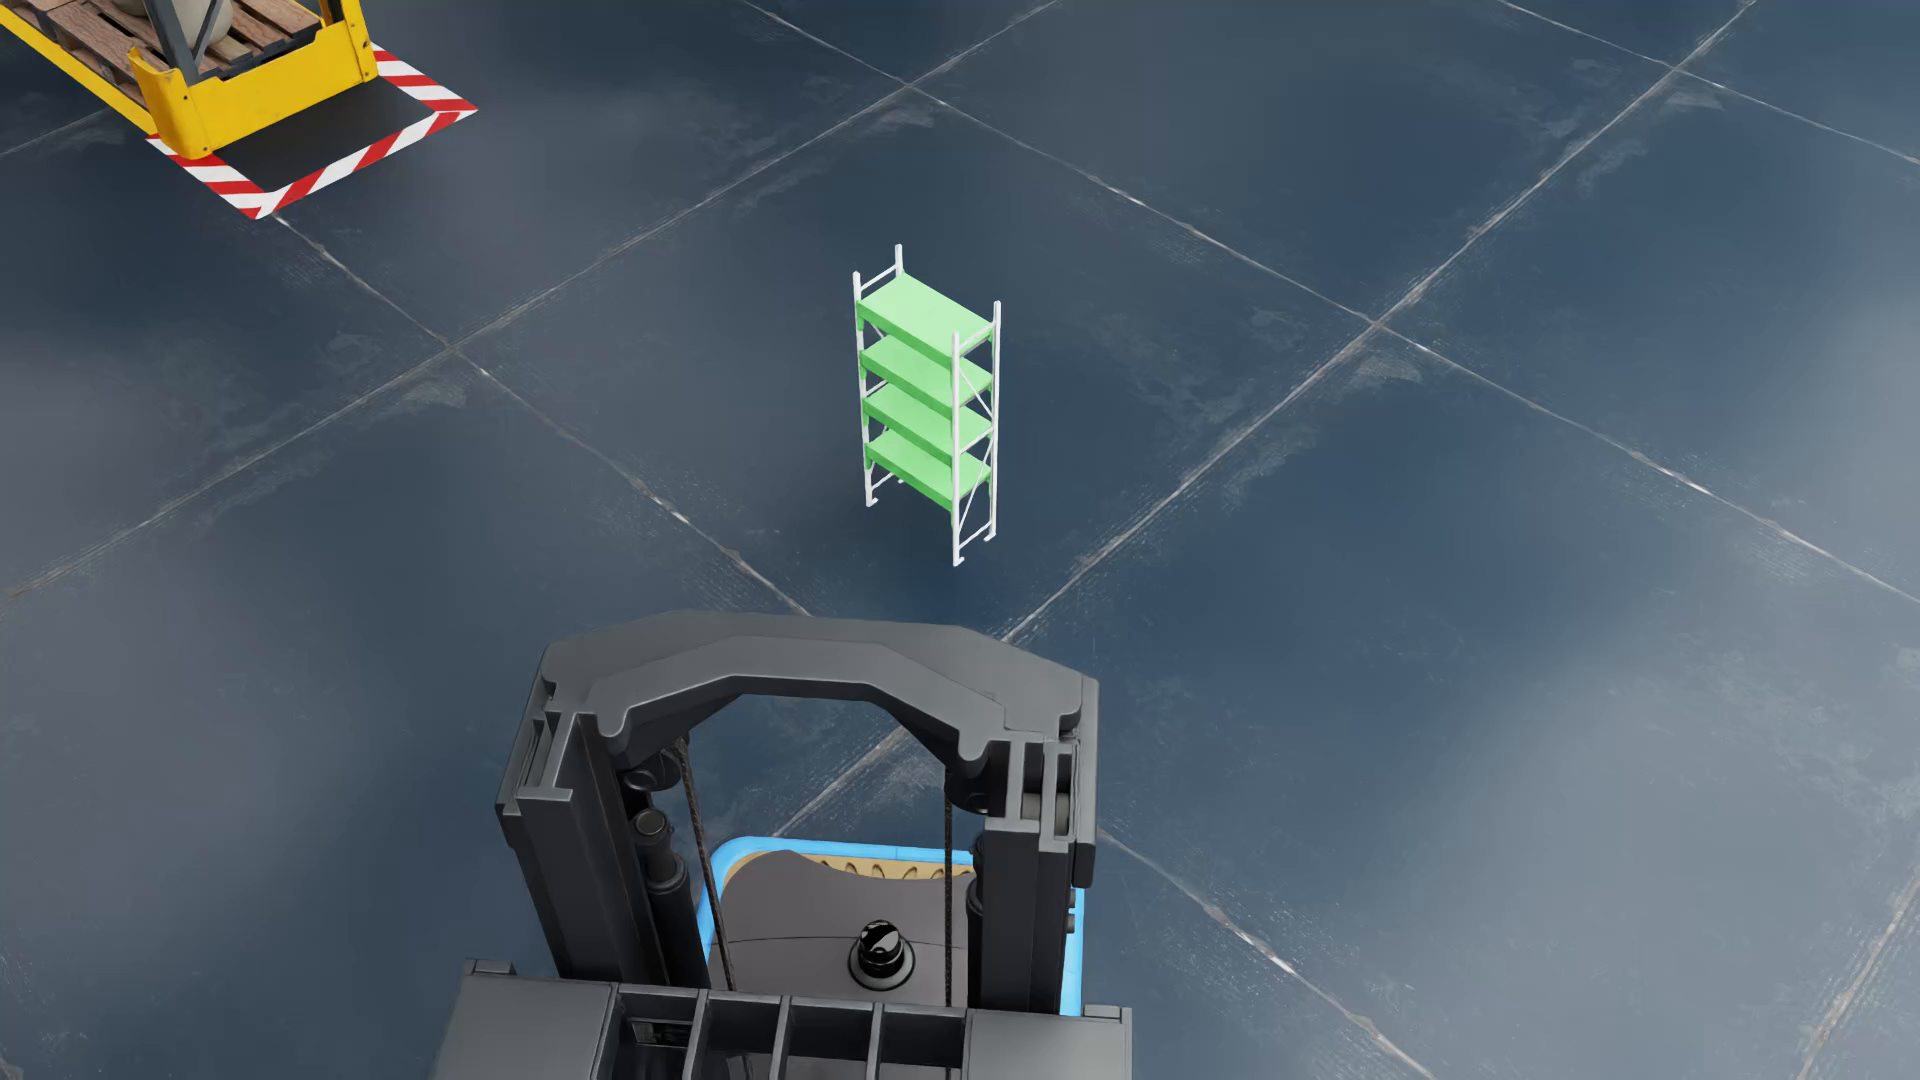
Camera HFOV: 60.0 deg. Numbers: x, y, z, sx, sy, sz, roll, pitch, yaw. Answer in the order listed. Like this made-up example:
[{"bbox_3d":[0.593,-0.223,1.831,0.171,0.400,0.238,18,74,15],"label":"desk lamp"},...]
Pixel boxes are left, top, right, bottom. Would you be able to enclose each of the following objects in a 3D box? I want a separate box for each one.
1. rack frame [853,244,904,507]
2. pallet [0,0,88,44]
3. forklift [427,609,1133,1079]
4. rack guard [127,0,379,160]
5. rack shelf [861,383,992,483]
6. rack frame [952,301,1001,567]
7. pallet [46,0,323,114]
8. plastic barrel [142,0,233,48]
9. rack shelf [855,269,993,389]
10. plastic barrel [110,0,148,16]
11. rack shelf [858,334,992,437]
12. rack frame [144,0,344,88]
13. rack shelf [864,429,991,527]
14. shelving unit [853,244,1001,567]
[{"bbox_3d":[-0.301,-0.613,6.503,0.015,1.200,0.240,34,55,28],"label":"rack frame"},{"bbox_3d":[-5.183,-3.421,9.817,1.213,0.211,1.003,34,55,28],"label":"pallet"},{"bbox_3d":[-0.289,1.635,3.204,1.130,2.935,3.031,3,47,3],"label":"forklift"},{"bbox_3d":[-3.697,-2.512,8.766,0.348,0.500,1.175,34,55,28],"label":"rack guard"},{"bbox_3d":[-0.122,-0.449,6.436,0.480,0.148,0.258,34,55,28],"label":"rack shelf"},{"bbox_3d":[0.058,-0.372,6.276,0.015,1.200,0.240,34,55,28],"label":"rack frame"},{"bbox_3d":[-4.291,-2.818,9.251,1.213,0.211,1.003,34,55,28],"label":"pallet"},{"bbox_3d":[-4.145,-2.932,8.864,0.421,0.512,0.421,0,47,0],"label":"plastic barrel"},{"bbox_3d":[-0.122,-0.777,6.086,0.480,0.148,0.258,34,55,28],"label":"rack shelf"},{"bbox_3d":[-4.513,-3.180,9.097,0.421,0.512,0.421,0,47,0],"label":"plastic barrel"},{"bbox_3d":[-0.122,-0.613,6.261,0.480,0.148,0.258,34,55,28],"label":"rack shelf"},{"bbox_3d":[-3.610,-3.355,7.843,0.127,3.000,1.000,34,55,28],"label":"rack frame"},{"bbox_3d":[-0.122,-0.285,6.611,0.480,0.148,0.258,34,55,28],"label":"rack shelf"},{"bbox_3d":[-0.122,-0.493,6.389,0.503,1.200,0.258,34,55,28],"label":"shelving unit"}]
